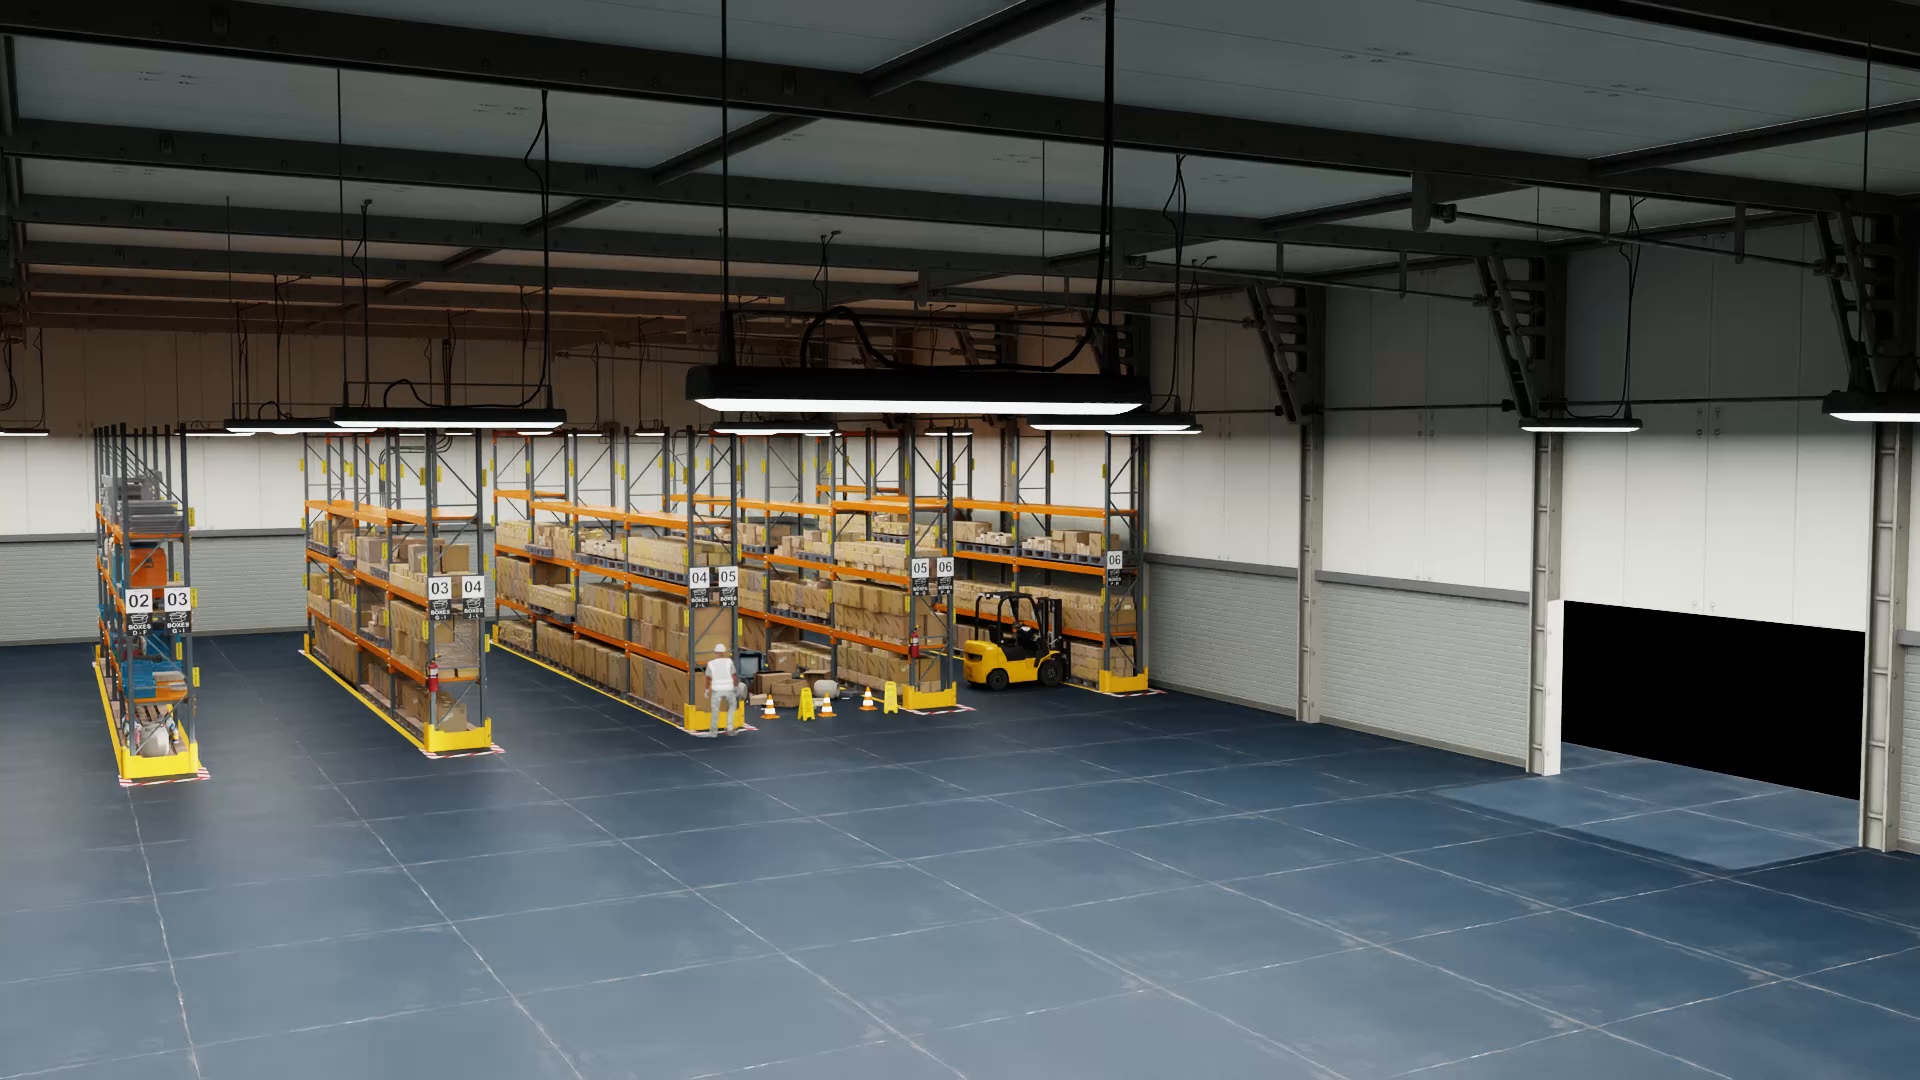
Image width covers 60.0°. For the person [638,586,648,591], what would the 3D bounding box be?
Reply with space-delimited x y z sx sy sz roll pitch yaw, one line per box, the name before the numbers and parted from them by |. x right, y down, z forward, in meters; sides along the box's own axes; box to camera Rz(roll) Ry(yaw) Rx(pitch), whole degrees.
person | -8.782 2.112 45.807 0.541 1.679 0.404 3 4 37

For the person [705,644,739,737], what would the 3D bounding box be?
person | -4.566 2.887 31.882 0.662 1.786 0.409 -1 4 -10
